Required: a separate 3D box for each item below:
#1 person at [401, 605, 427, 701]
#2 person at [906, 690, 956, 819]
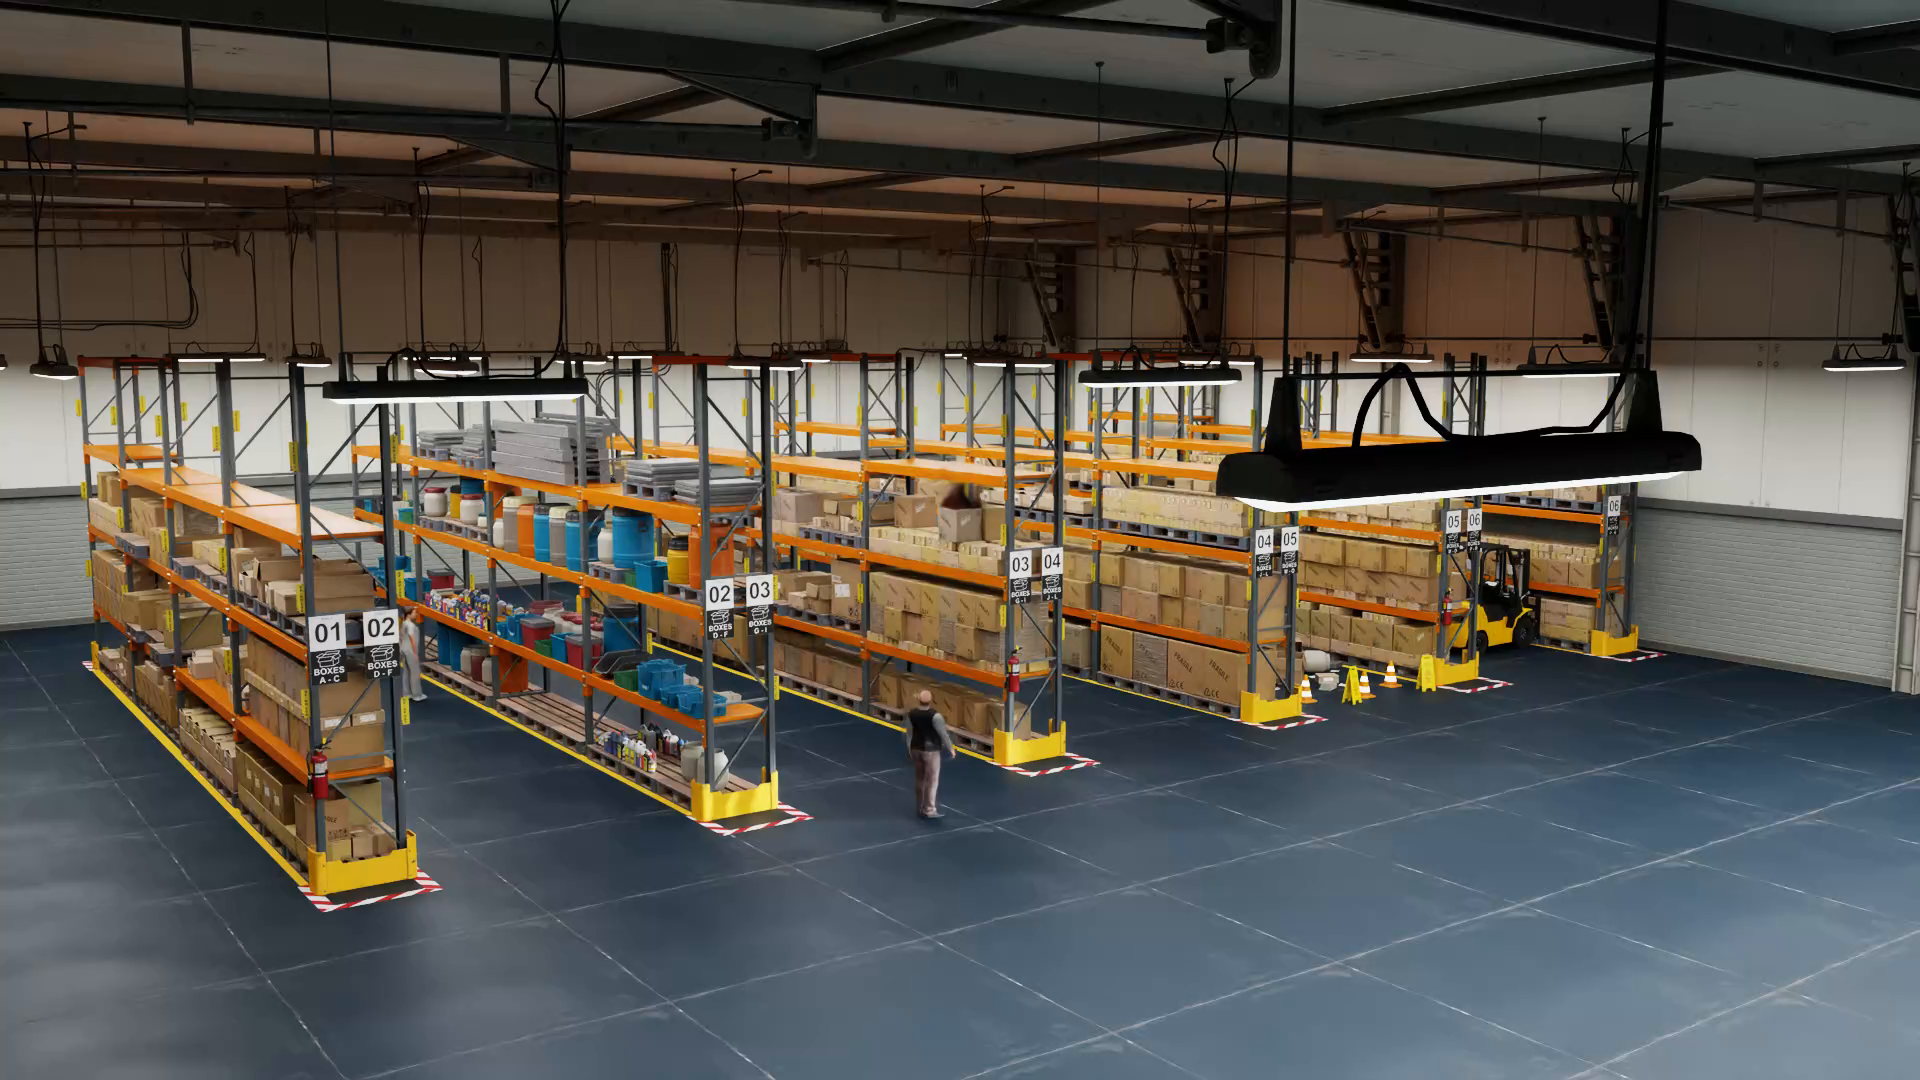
[{"bbox_3d":[-9.559,1.969,29.081,0.398,1.679,0.506,-5,9,-35],"label":"person"},{"bbox_3d":[-0.391,2.819,22.037,0.578,1.728,0.516,7,9,43],"label":"person"}]
